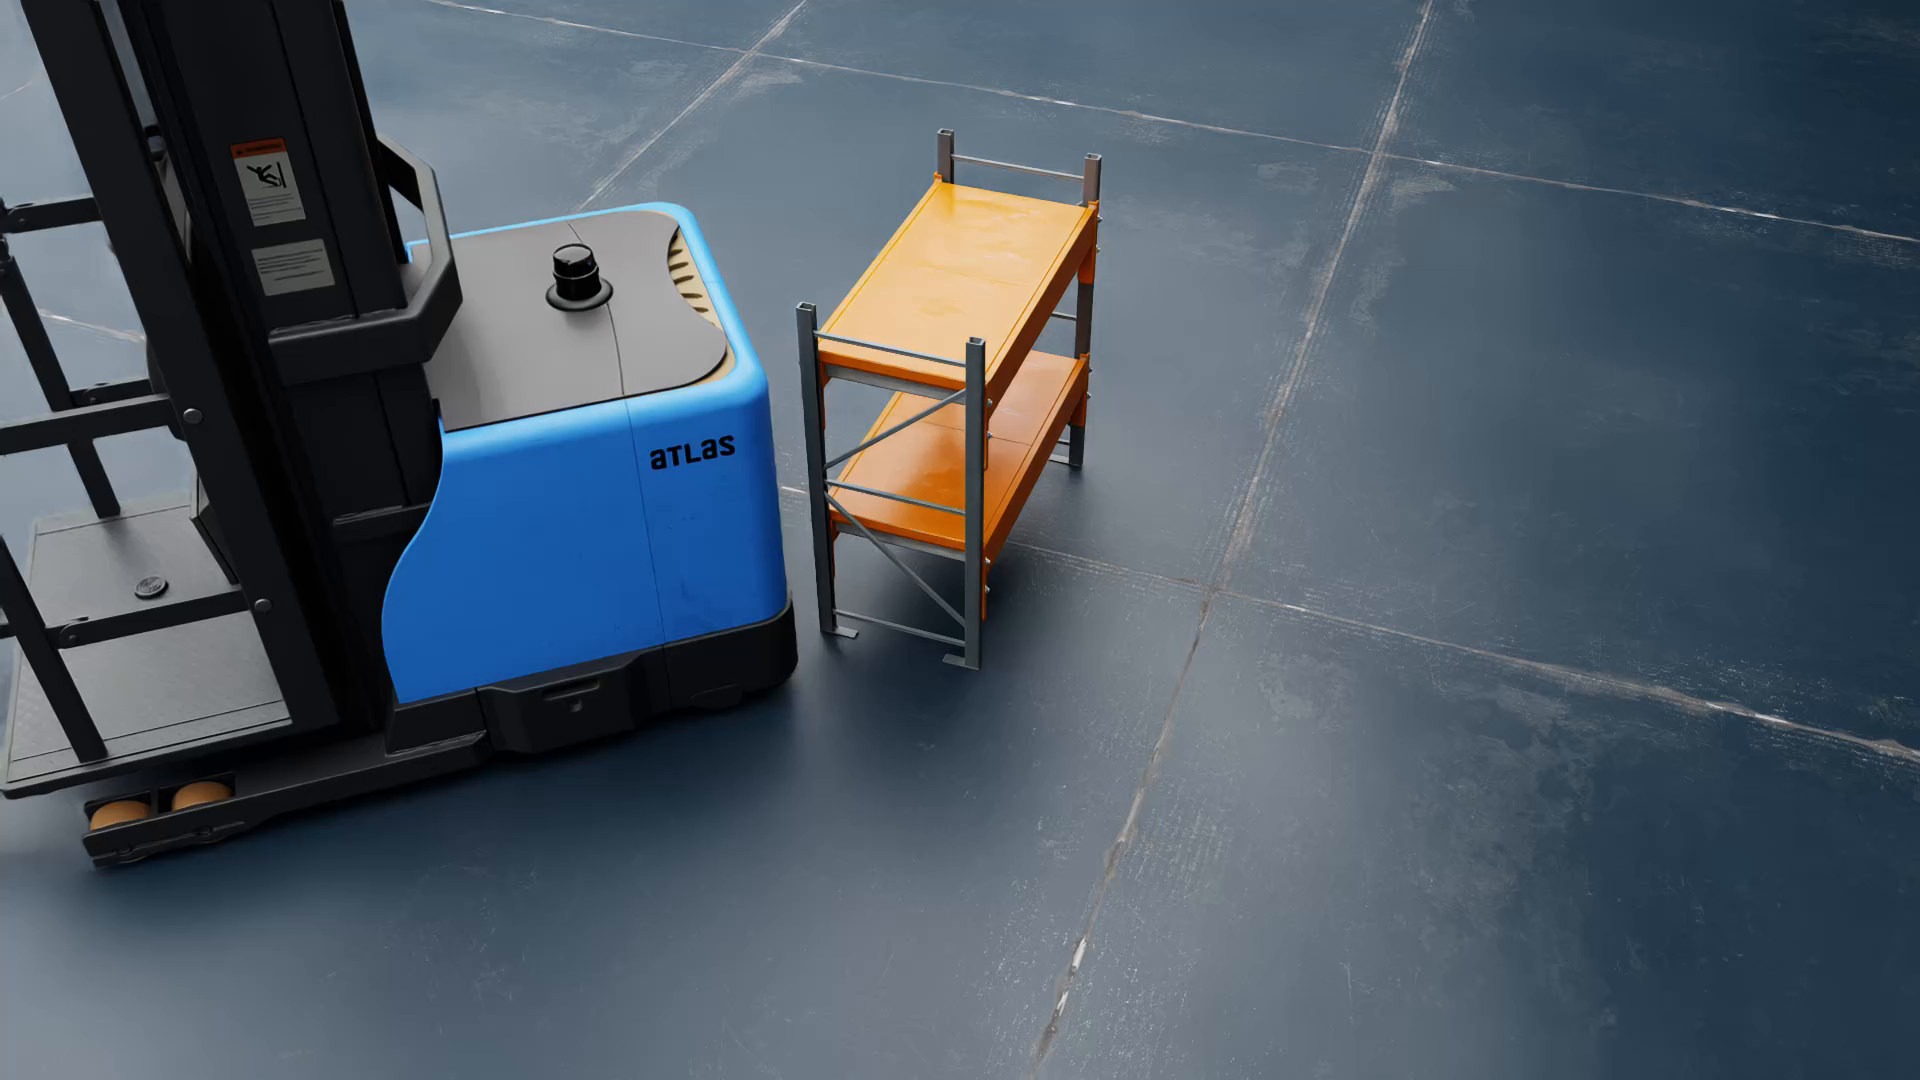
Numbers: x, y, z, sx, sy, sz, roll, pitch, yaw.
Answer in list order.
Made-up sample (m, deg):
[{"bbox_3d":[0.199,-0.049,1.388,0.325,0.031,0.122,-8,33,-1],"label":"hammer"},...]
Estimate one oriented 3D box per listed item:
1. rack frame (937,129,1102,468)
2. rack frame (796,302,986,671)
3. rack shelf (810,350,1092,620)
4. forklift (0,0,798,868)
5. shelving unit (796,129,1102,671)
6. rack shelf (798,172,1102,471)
[{"bbox_3d":[0.172,-0.734,5.243,0.500,1.125,0.032,13,42,15],"label":"rack frame"},{"bbox_3d":[-0.176,-0.114,4.517,0.500,1.125,0.032,13,42,15],"label":"rack frame"},{"bbox_3d":[-0.002,-0.238,5.039,0.538,0.278,1.000,13,42,15],"label":"rack shelf"},{"bbox_3d":[-2.036,-0.672,3.779,3.031,2.935,1.130,-13,42,-14],"label":"forklift"},{"bbox_3d":[-0.002,-0.424,4.880,0.538,1.125,1.048,13,42,15],"label":"shelving unit"},{"bbox_3d":[-0.002,-0.646,4.690,0.538,0.278,1.000,13,42,15],"label":"rack shelf"}]
